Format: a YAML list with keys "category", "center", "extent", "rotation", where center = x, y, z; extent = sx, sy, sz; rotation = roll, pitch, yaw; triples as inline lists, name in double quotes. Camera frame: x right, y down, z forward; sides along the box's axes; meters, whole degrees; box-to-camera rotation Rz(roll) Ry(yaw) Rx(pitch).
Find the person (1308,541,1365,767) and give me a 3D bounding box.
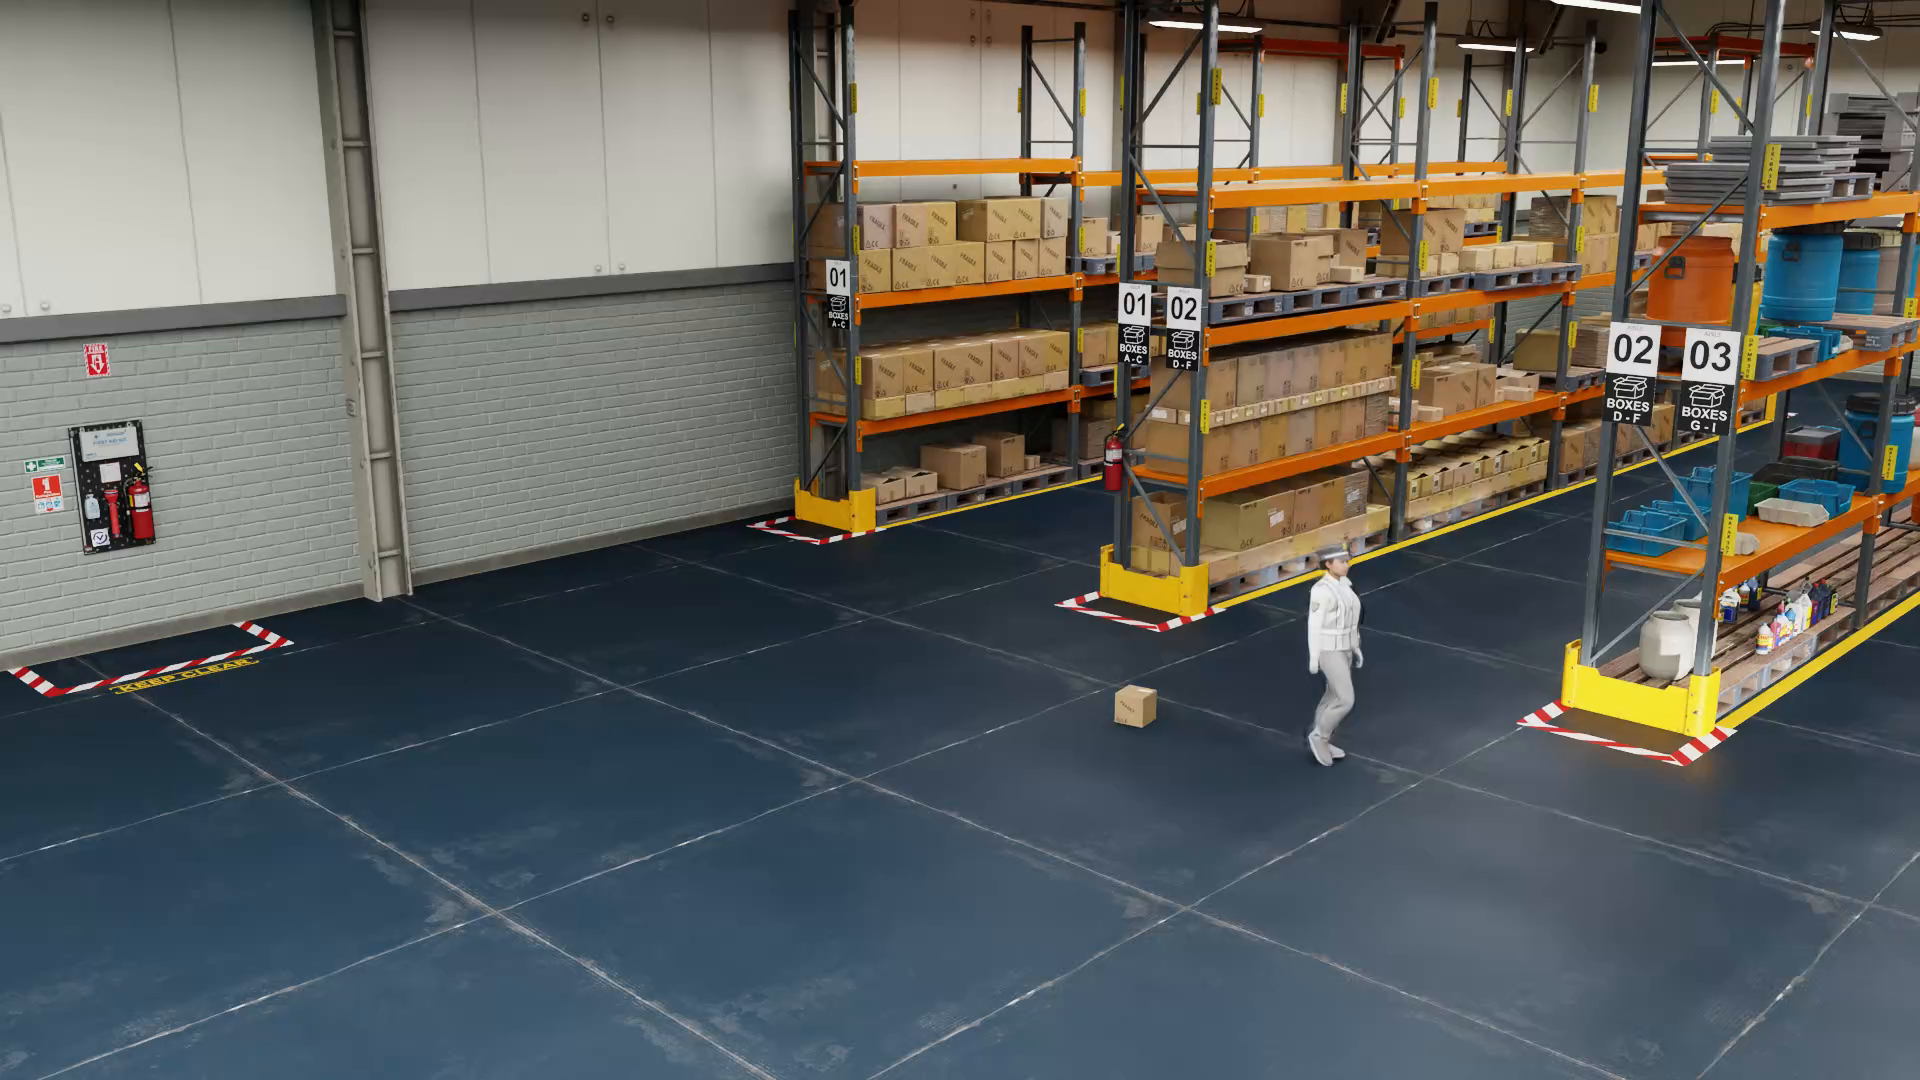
- category: "person"
  center: [2.840, 0.847, 12.468]
  extent: [0.445, 1.720, 0.478]
  rotation: [11, 18, 39]
